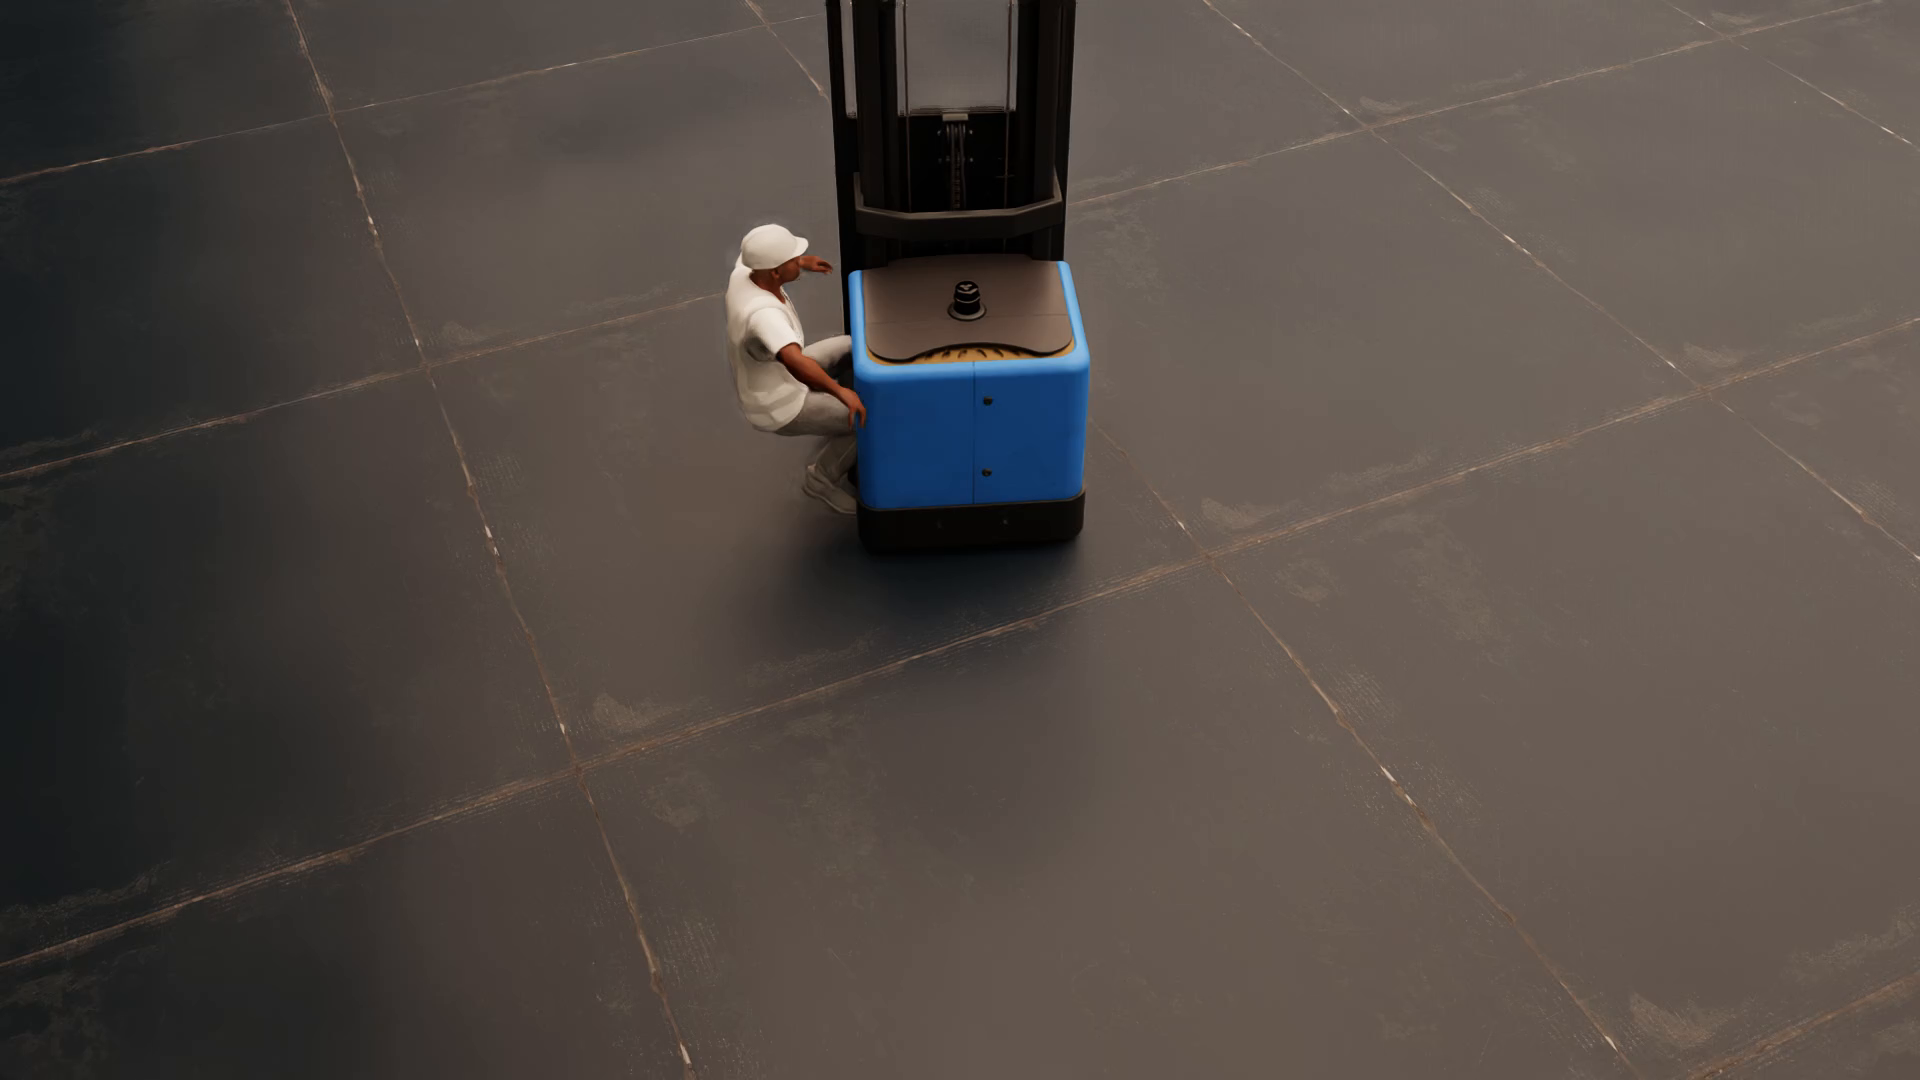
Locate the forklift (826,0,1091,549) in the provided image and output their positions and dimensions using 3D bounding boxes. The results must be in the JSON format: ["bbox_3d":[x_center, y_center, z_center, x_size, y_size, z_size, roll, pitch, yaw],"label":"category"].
[{"bbox_3d":[-0.060,-2.029,7.854,1.130,2.935,3.031,-3,43,-3],"label":"forklift"}]

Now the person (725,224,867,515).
[{"bbox_3d":[-0.612,-0.782,7.477,0.842,1.500,1.186,-12,44,-13],"label":"person"}]
